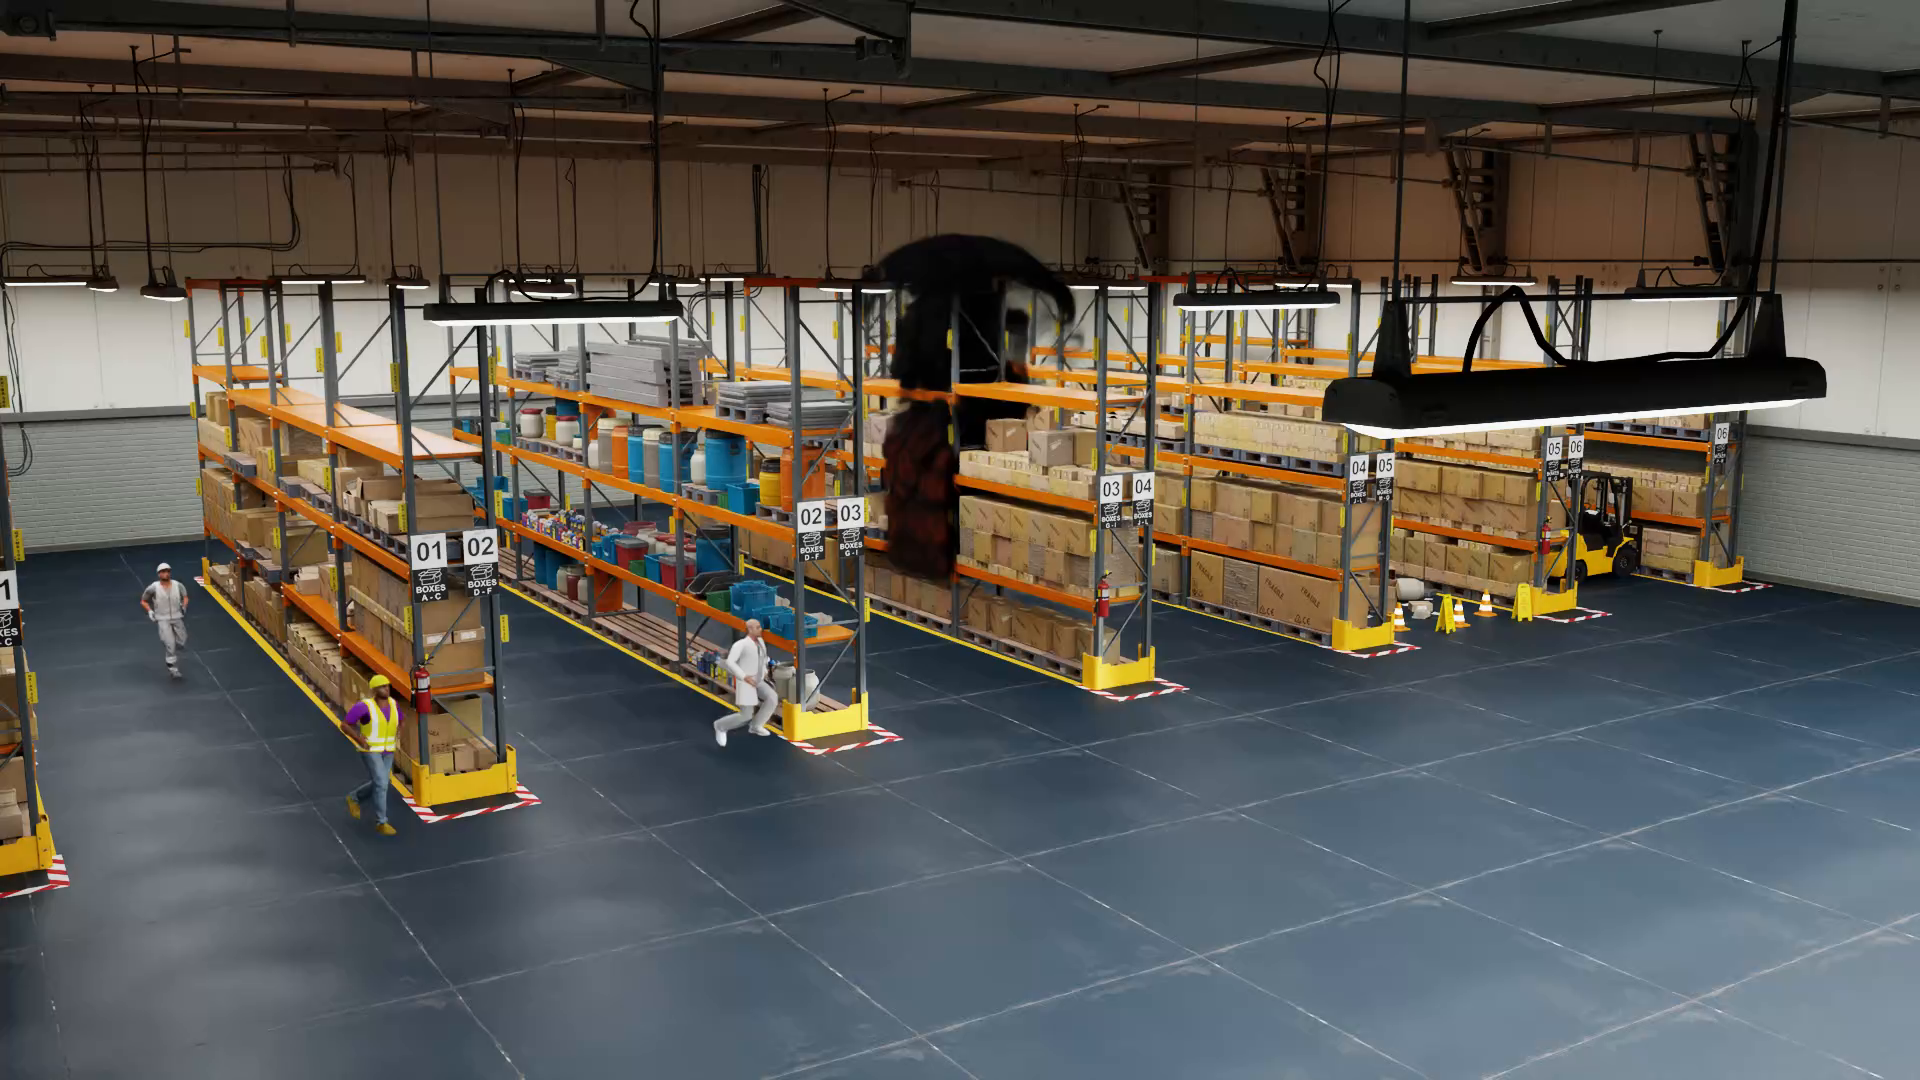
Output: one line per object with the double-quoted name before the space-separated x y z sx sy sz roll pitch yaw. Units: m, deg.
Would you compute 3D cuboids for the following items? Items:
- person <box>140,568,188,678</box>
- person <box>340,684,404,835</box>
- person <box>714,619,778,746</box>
"person" -12.154 1.244 25.508 0.663 1.701 0.780 -9 13 -42
"person" -6.572 2.396 18.771 0.852 1.713 0.745 6 11 32
"person" -2.701 1.890 21.590 0.923 1.551 0.773 6 11 32
